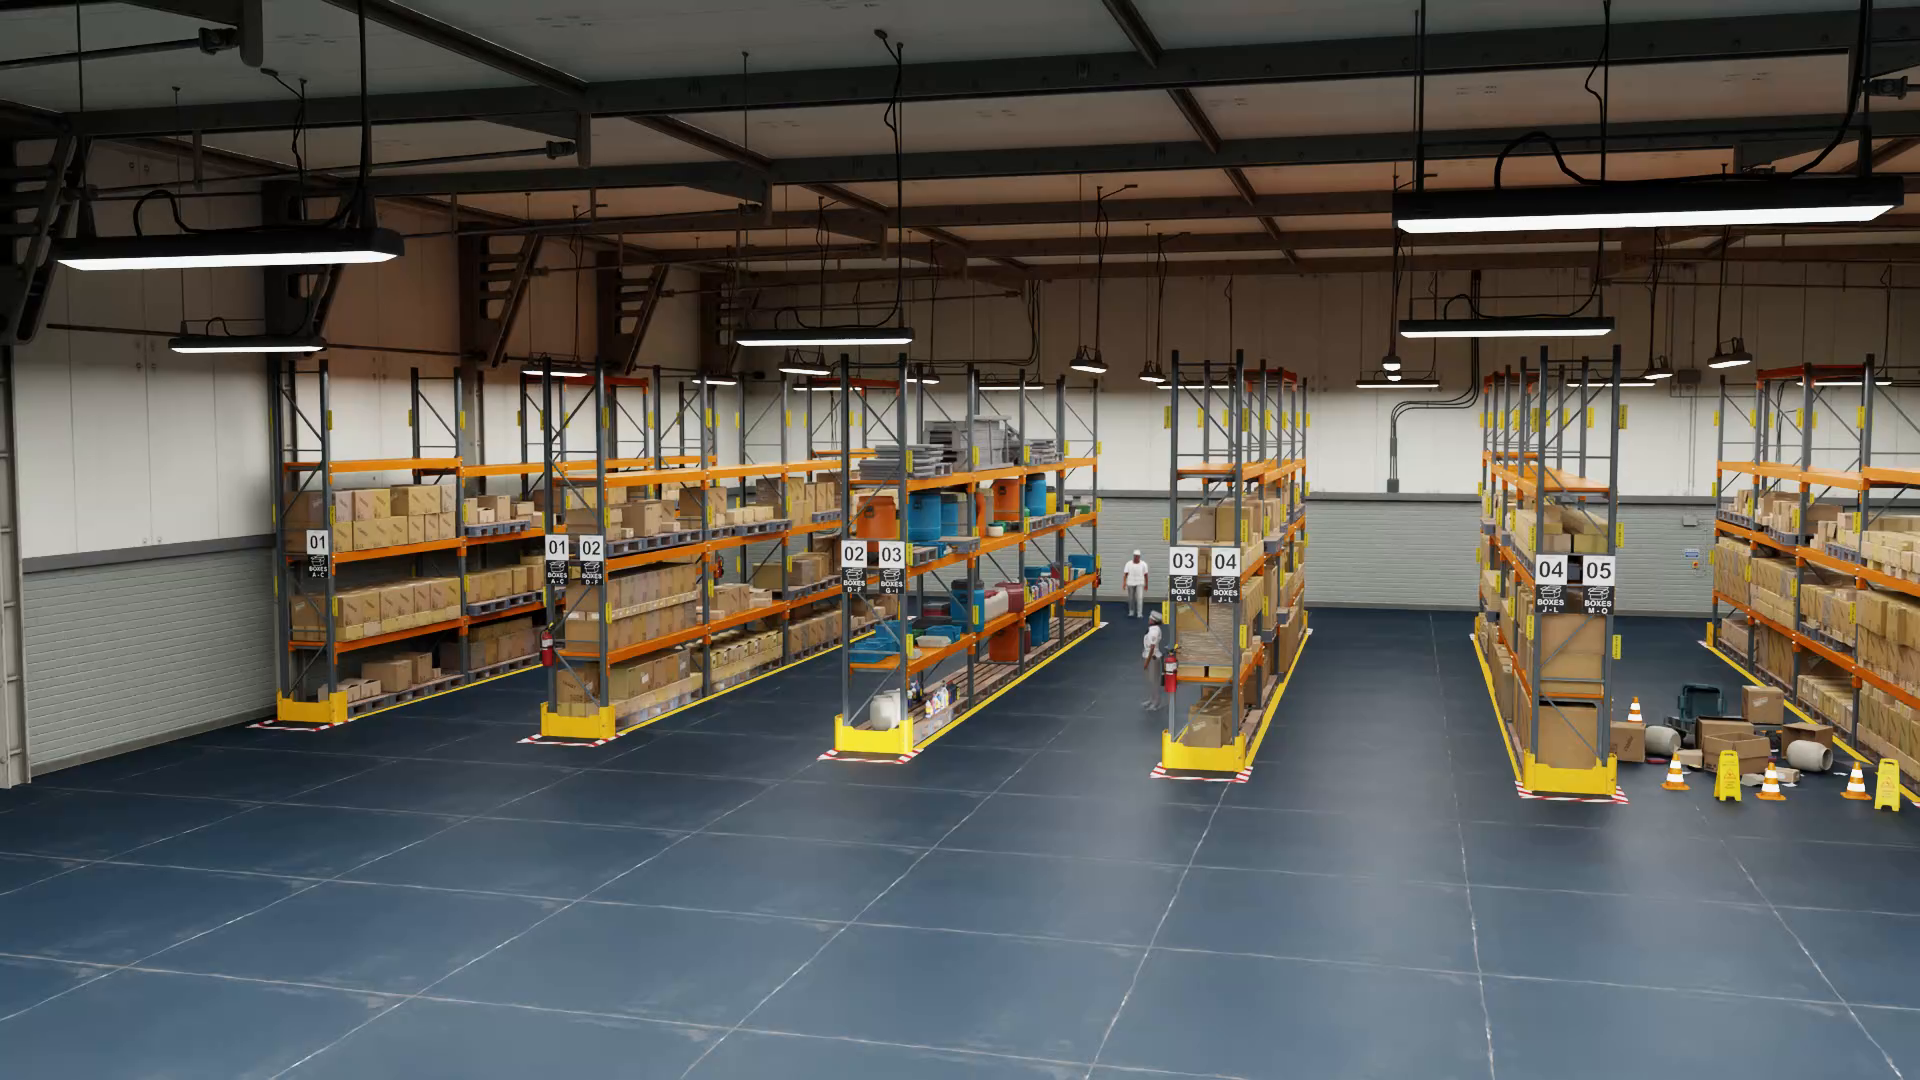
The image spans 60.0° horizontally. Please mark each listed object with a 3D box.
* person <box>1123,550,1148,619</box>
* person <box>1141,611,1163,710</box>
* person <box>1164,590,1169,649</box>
[{"bbox_3d":[4.411,1.105,41.872,0.619,1.705,1.036,0,4,6],"label":"person"},{"bbox_3d":[3.337,2.088,28.928,0.407,1.727,0.456,-1,4,-10],"label":"person"},{"bbox_3d":[4.663,1.552,36.280,0.384,1.694,0.503,2,4,21],"label":"person"}]
